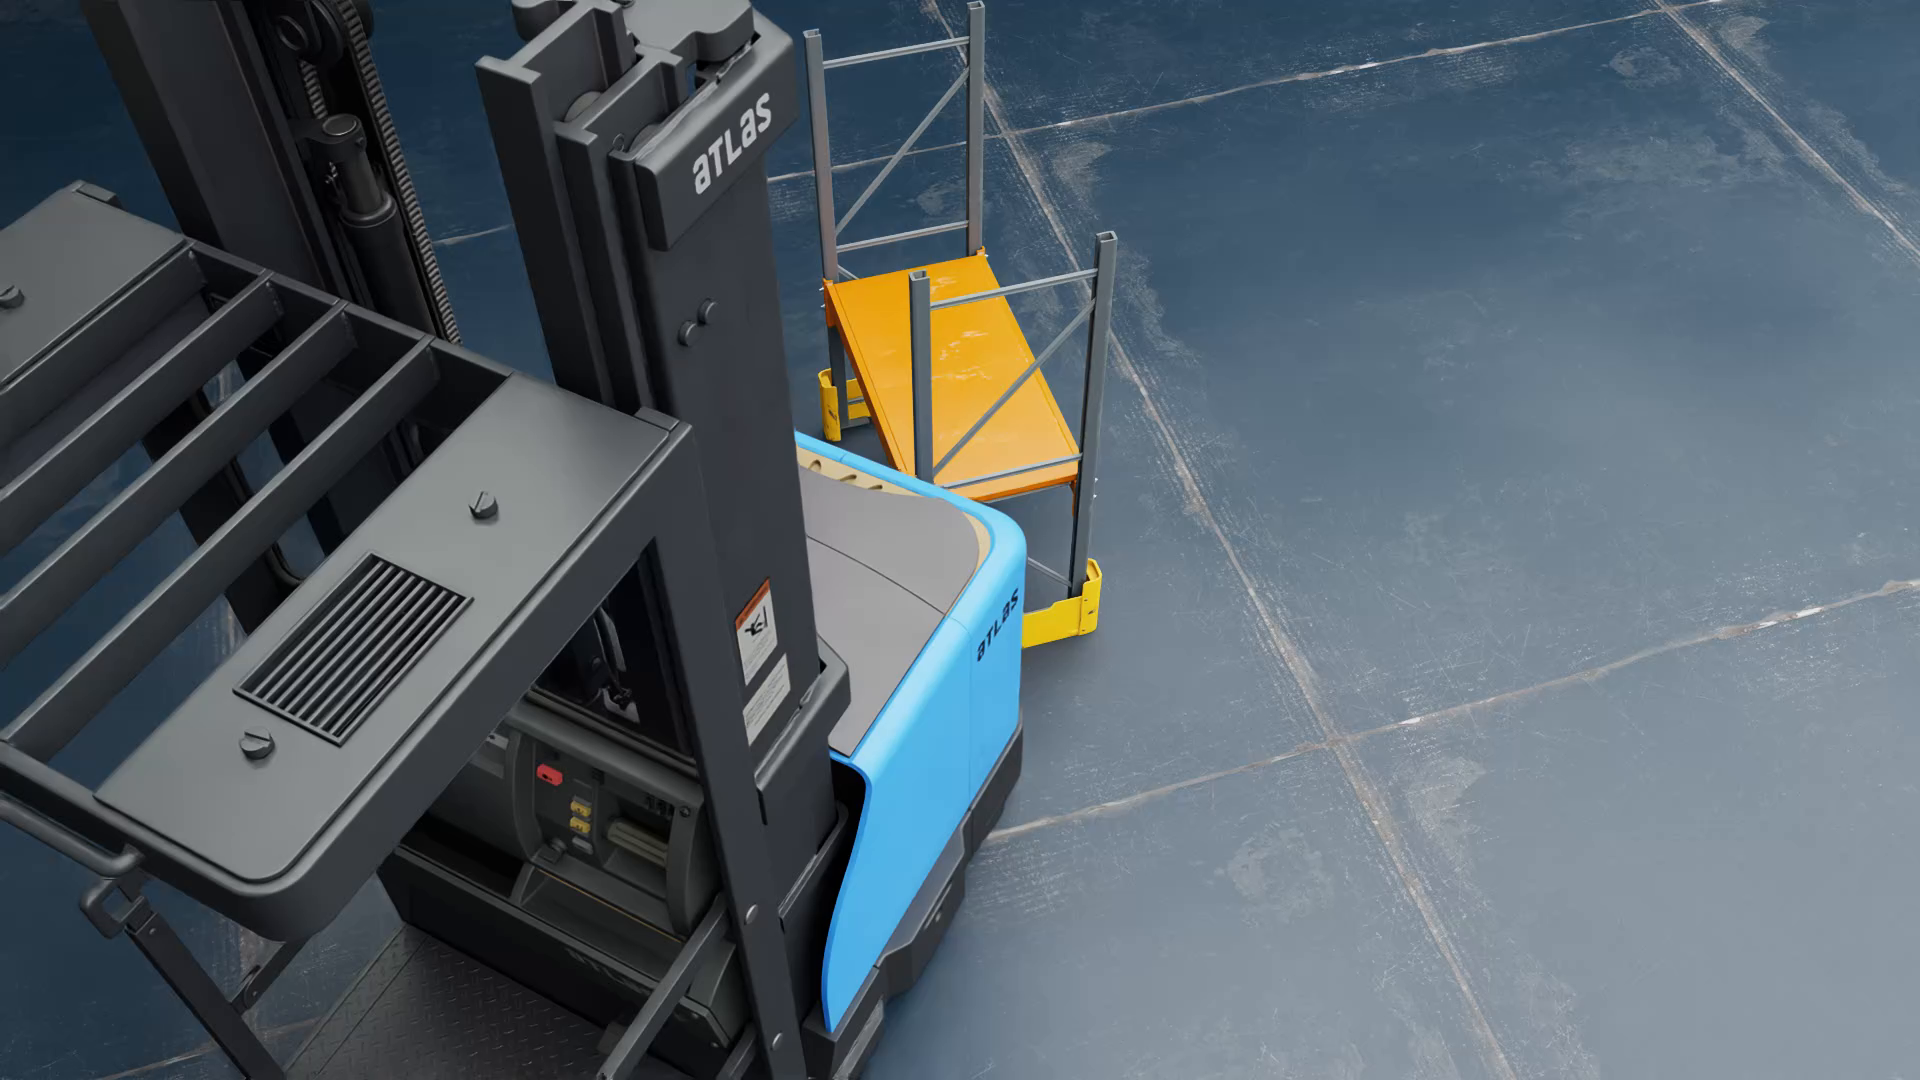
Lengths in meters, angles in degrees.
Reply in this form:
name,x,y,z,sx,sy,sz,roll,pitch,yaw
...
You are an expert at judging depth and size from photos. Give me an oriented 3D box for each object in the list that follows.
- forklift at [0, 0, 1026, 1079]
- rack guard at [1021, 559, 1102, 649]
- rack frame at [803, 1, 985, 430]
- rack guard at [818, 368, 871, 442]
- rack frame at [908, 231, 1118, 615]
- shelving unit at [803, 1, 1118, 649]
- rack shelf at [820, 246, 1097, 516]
name,x,y,z,sx,sy,sz,roll,pitch,yaw
forklift,-0.962,0.530,2.886,1.130,2.935,3.031,22,53,17
rack guard,0.125,0.227,4.895,0.587,0.250,0.087,-13,51,-11
rack frame,-0.176,-0.917,5.042,0.500,1.500,0.032,-13,51,-11
rack guard,-0.170,-0.500,5.508,0.587,0.250,0.087,-13,51,-11
rack frame,0.125,-0.174,4.416,0.500,1.500,0.032,-13,51,-11
shelving unit,-0.023,-0.539,4.724,0.587,1.500,1.083,-13,51,-11
rack shelf,-0.025,-0.430,4.867,0.538,0.185,1.000,-13,51,-11
